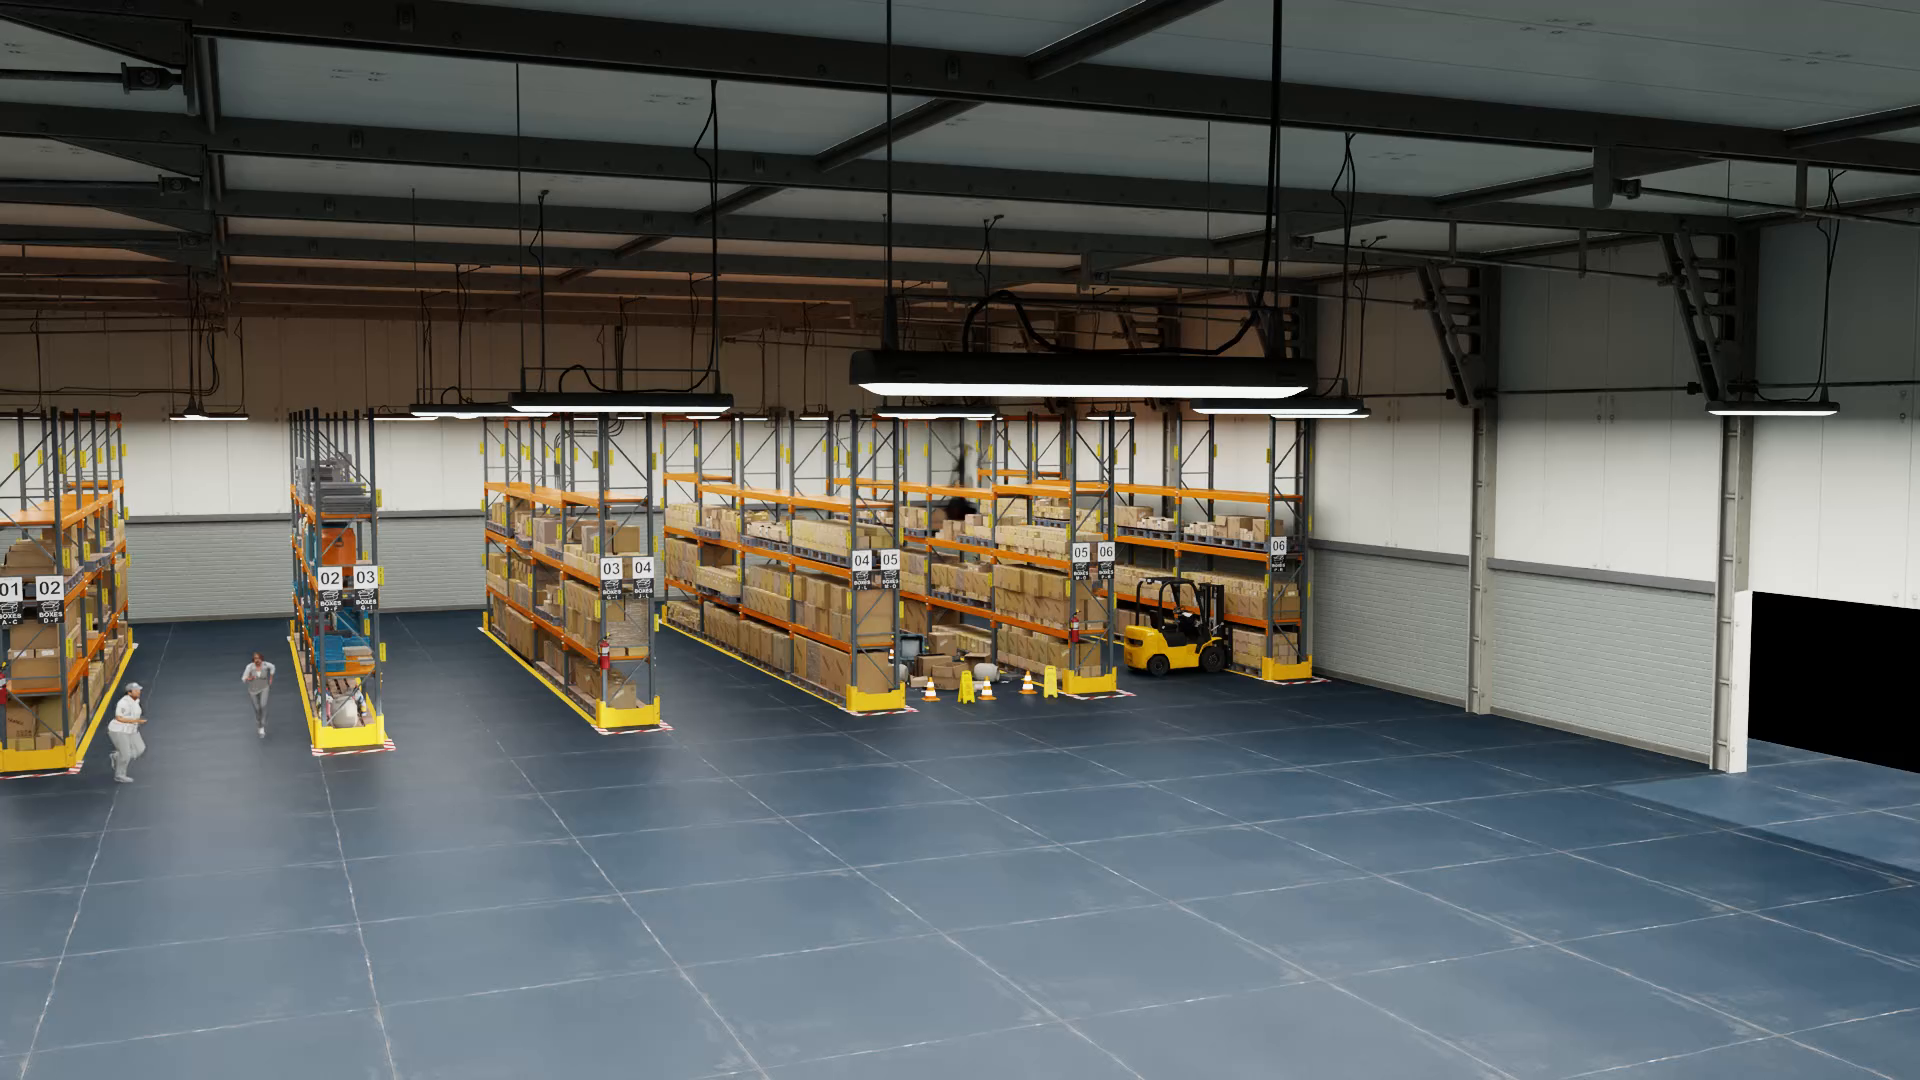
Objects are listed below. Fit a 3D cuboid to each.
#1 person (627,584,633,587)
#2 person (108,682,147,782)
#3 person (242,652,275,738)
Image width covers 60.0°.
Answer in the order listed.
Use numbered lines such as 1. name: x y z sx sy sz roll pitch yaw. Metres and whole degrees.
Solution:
1. person: -9.329 1.644 46.687 0.570 1.637 0.564 0 4 -2
2. person: -13.290 3.072 26.567 0.672 1.610 0.579 0 4 7
3. person: -12.833 2.805 30.448 0.531 1.579 0.869 -1 4 -17
